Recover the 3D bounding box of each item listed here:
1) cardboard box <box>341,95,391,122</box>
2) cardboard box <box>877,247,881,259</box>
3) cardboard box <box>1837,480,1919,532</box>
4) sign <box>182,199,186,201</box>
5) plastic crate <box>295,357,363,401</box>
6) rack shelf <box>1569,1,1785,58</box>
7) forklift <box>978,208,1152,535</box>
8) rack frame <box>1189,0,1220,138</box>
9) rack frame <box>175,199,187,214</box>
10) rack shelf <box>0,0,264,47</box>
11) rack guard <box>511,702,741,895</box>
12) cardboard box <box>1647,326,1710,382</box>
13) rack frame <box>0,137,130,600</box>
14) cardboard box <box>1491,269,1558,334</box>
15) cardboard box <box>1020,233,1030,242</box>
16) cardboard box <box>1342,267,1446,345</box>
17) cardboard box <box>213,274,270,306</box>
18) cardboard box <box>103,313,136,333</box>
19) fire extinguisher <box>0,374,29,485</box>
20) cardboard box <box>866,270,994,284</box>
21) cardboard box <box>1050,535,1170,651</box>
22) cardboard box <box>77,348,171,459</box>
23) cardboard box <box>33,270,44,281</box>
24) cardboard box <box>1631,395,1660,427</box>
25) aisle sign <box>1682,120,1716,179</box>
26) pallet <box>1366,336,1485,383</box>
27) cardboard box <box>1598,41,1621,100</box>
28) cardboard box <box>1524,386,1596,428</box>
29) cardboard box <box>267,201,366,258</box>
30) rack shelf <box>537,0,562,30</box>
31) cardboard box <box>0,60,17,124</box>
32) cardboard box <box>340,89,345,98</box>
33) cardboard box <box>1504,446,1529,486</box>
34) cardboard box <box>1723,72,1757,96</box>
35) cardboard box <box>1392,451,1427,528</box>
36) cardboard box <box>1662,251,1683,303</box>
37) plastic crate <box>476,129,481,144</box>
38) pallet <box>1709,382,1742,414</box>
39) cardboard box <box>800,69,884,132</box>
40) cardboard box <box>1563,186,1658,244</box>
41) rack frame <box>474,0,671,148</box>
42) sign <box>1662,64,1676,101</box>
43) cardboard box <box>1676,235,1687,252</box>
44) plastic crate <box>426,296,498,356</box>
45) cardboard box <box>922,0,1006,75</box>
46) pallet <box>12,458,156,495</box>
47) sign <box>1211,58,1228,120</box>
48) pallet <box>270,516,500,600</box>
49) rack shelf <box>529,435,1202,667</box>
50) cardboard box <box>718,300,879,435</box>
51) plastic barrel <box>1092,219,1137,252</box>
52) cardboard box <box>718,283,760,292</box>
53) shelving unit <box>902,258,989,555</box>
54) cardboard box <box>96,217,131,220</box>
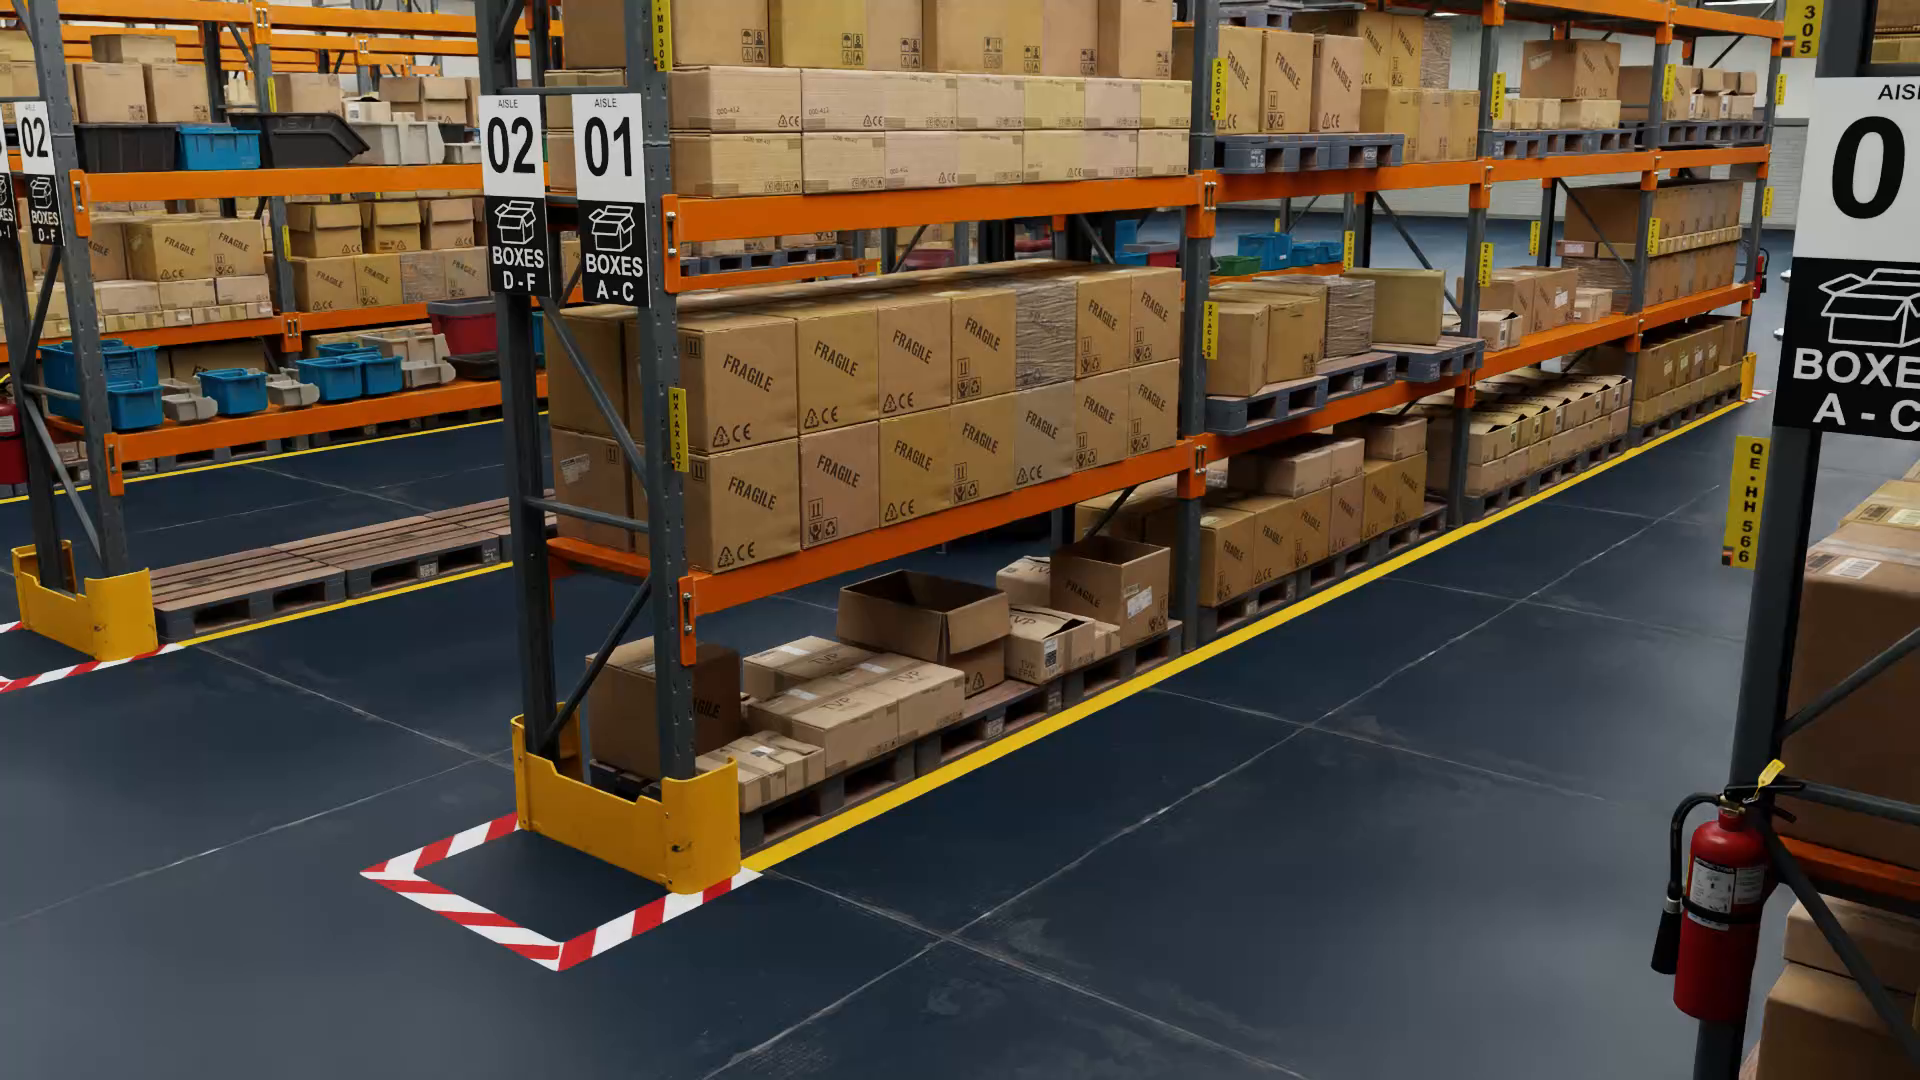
[{"bbox_3d":[-5.946,-4.202,16.308,0.500,0.311,0.500,10,18,36],"label":"cardboard box"},{"bbox_3d":[-1.142,-3.843,22.167,0.380,0.149,0.250,11,18,38],"label":"cardboard box"},{"bbox_3d":[3.100,0.288,4.787,0.980,0.700,0.700,11,18,37],"label":"cardboard box"},{"bbox_3d":[-11.466,-5.167,24.520,0.100,0.325,0.005,11,18,38],"label":"sign"},{"bbox_3d":[-4.129,-1.056,10.905,0.416,0.233,0.300,11,18,38],"label":"plastic crate"},{"bbox_3d":[7.282,-5.138,16.847,1.077,0.370,4.000,11,18,38],"label":"rack shelf"},{"bbox_3d":[0.869,-1.770,13.638,1.130,2.935,3.031,9,17,32],"label":"forklift"},{"bbox_3d":[0.997,-3.766,9.170,1.000,3.000,0.127,11,18,38],"label":"rack frame"},{"bbox_3d":[-11.900,-4.691,24.998,1.000,3.000,0.127,11,18,38],"label":"rack frame"},{"bbox_3d":[-7.963,-4.374,13.838,1.077,0.370,4.000,11,18,38],"label":"rack shelf"},{"bbox_3d":[-1.469,1.105,7.258,1.175,0.500,0.348,11,18,38],"label":"rack guard"},{"bbox_3d":[7.501,-1.952,17.425,0.500,0.500,0.500,11,18,38],"label":"cardboard box"},{"bbox_3d":[-5.368,-0.859,9.914,1.000,3.000,0.127,11,18,38],"label":"rack frame"},{"bbox_3d":[4.884,-2.097,14.584,0.500,0.500,0.500,11,18,38],"label":"cardboard box"},{"bbox_3d":[0.818,-4.482,24.683,0.380,0.149,0.250,11,18,38],"label":"cardboard box"},{"bbox_3d":[3.203,-1.738,12.317,0.700,0.500,0.500,5,15,19],"label":"cardboard box"},{"bbox_3d":[-6.779,-2.338,15.435,0.500,0.250,0.500,11,18,37],"label":"cardboard box"},{"bbox_3d":[-7.450,-1.915,14.579,0.380,0.149,0.250,11,18,37],"label":"cardboard box"},{"bbox_3d":[-5.816,-0.683,10.132,0.296,0.674,0.183,11,18,38],"label":"fire extinguisher"},{"bbox_3d":[-0.165,-1.147,8.813,0.500,0.500,0.500,11,18,36],"label":"cardboard box"},{"bbox_3d":[0.859,0.293,9.560,0.500,0.500,0.500,11,18,38],"label":"cardboard box"},{"bbox_3d":[-7.749,-1.279,15.029,0.875,0.875,0.875,11,18,38],"label":"cardboard box"},{"bbox_3d":[-10.498,-2.966,18.717,0.380,0.149,0.250,11,18,37],"label":"cardboard box"},{"bbox_3d":[6.552,-1.303,16.391,0.500,0.250,0.500,11,18,38],"label":"cardboard box"},{"bbox_3d":[8.342,-4.476,18.871,0.394,0.787,0.004,11,18,38],"label":"aisle sign"},{"bbox_3d":[3.139,-1.391,12.394,1.213,0.211,1.003,11,18,38],"label":"pallet"},{"bbox_3d":[5.607,-4.226,15.004,0.500,0.500,0.500,12,18,38],"label":"cardboard box"},{"bbox_3d":[5.356,-1.215,14.907,0.500,0.311,0.500,11,18,37],"label":"cardboard box"},{"bbox_3d":[-6.311,-3.050,16.297,0.797,0.503,0.637,11,18,36],"label":"cardboard box"},{"bbox_3d":[-1.596,-4.374,13.836,1.077,0.370,4.000,11,18,38],"label":"rack shelf"},{"bbox_3d":[-8.200,-3.684,13.680,0.700,0.500,0.500,10,17,34],"label":"cardboard box"},{"bbox_3d":[-8.038,-5.700,21.120,0.396,0.266,0.258,11,18,38],"label":"cardboard box"},{"bbox_3d":[4.384,-0.646,13.806,0.500,0.250,0.500,11,18,36],"label":"cardboard box"},{"bbox_3d":[8.175,-4.822,18.073,0.797,0.503,0.637,13,19,41],"label":"cardboard box"},{"bbox_3d":[3.106,-0.410,12.330,0.500,0.500,0.500,12,19,40],"label":"cardboard box"},{"bbox_3d":[6.944,-2.722,17.043,0.700,0.500,0.500,12,18,38],"label":"cardboard box"},{"bbox_3d":[-3.177,-2.774,11.700,0.416,0.233,0.300,11,18,38],"label":"plastic crate"},{"bbox_3d":[8.091,-1.652,18.696,1.003,0.211,1.213,11,18,38],"label":"pallet"},{"bbox_3d":[-0.672,-1.868,7.082,0.500,0.250,0.500,11,18,38],"label":"cardboard box"},{"bbox_3d":[6.299,-3.153,16.106,0.700,0.500,0.500,11,18,38],"label":"cardboard box"},{"bbox_3d":[-1.517,-3.000,6.155,1.000,3.000,0.127,11,18,38],"label":"rack frame"},{"bbox_3d":[6.453,-4.165,15.145,0.100,0.325,0.005,11,18,38],"label":"sign"},{"bbox_3d":[7.151,-3.022,16.906,0.380,0.149,0.250,11,18,36],"label":"cardboard box"},{"bbox_3d":[-3.610,-1.553,12.393,0.402,0.464,0.583,11,18,38],"label":"plastic crate"},{"bbox_3d":[-0.209,-2.456,7.873,0.700,0.500,0.500,11,18,38],"label":"cardboard box"},{"bbox_3d":[-8.011,-0.672,14.840,1.003,0.211,1.213,11,18,38],"label":"pallet"},{"bbox_3d":[1.424,-2.480,9.151,0.100,0.325,0.005,11,18,38],"label":"sign"},{"bbox_3d":[-4.052,0.108,11.771,1.003,0.211,1.213,11,18,38],"label":"pallet"},{"bbox_3d":[-0.260,-0.126,8.490,1.077,0.370,4.000,11,18,38],"label":"rack shelf"},{"bbox_3d":[-0.711,-0.771,7.331,0.500,0.500,0.500,11,18,38],"label":"cardboard box"},{"bbox_3d":[1.696,-3.373,18.791,0.600,0.901,0.708,11,18,38],"label":"plastic barrel"},{"bbox_3d":[-3.884,-4.342,27.084,0.875,0.875,0.875,11,18,37],"label":"cardboard box"},{"bbox_3d":[-0.104,-0.986,12.240,0.431,2.100,0.503,11,18,38],"label":"shelving unit"},{"bbox_3d":[-10.068,-3.757,19.768,0.380,0.149,0.250,11,18,36],"label":"cardboard box"}]
